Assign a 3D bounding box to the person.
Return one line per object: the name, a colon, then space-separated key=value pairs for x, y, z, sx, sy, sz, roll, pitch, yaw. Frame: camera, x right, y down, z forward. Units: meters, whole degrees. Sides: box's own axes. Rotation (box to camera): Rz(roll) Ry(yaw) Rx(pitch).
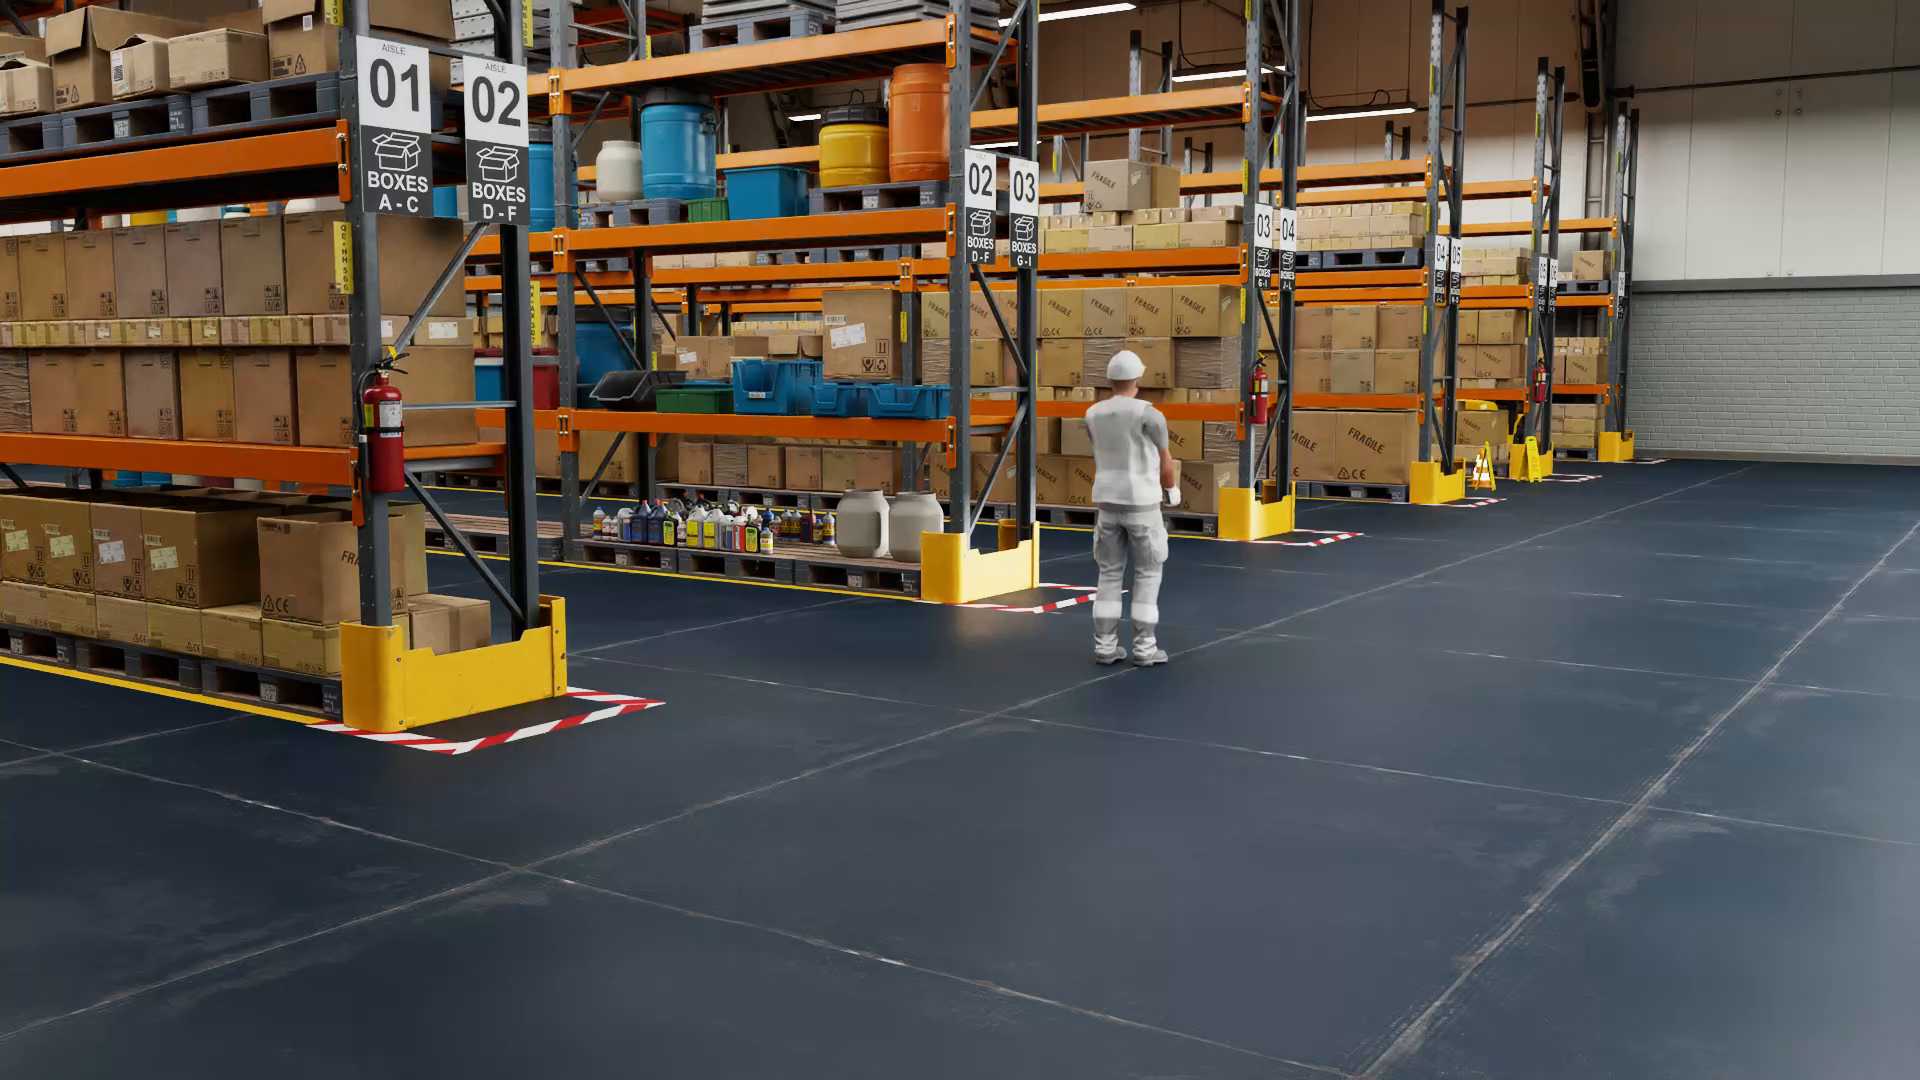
person: x=1.002 y=-0.188 z=9.525 sx=0.495 sy=1.786 sz=0.559 roll=4 pitch=7 yaw=33
